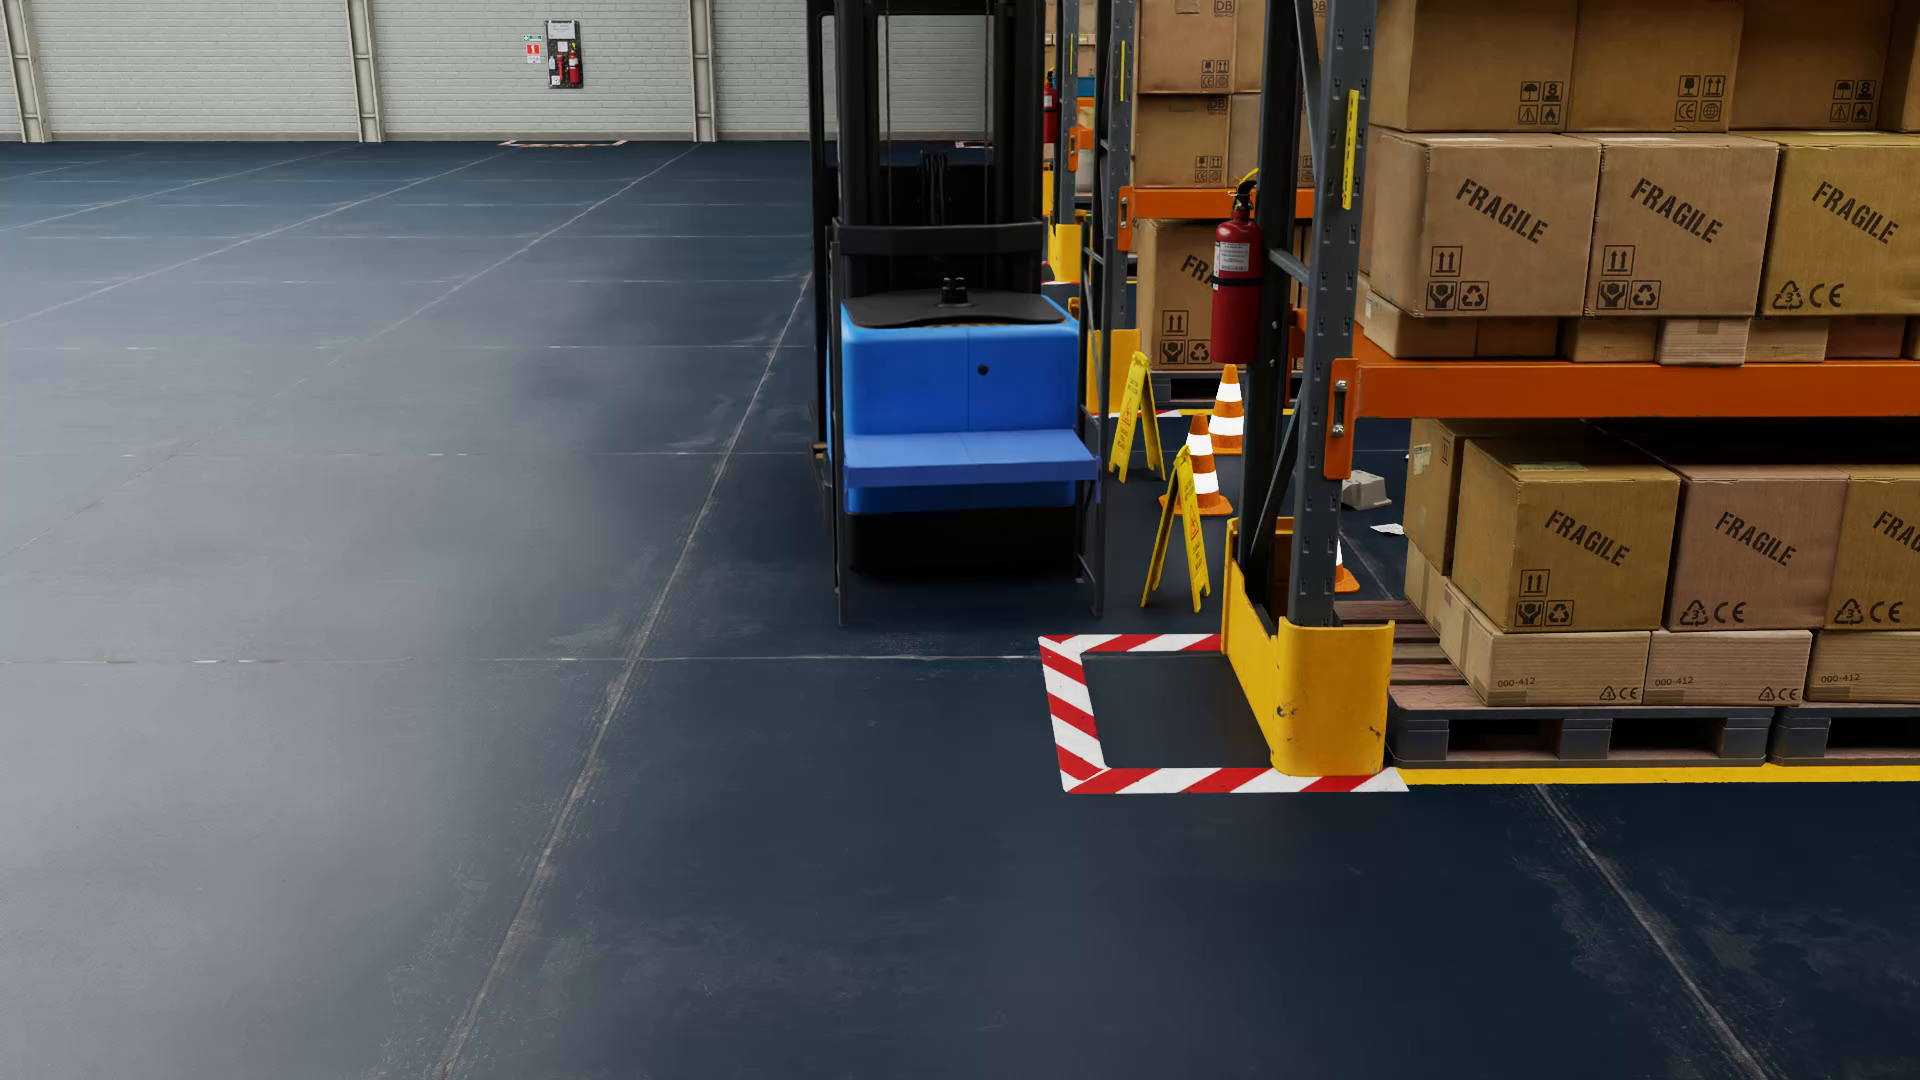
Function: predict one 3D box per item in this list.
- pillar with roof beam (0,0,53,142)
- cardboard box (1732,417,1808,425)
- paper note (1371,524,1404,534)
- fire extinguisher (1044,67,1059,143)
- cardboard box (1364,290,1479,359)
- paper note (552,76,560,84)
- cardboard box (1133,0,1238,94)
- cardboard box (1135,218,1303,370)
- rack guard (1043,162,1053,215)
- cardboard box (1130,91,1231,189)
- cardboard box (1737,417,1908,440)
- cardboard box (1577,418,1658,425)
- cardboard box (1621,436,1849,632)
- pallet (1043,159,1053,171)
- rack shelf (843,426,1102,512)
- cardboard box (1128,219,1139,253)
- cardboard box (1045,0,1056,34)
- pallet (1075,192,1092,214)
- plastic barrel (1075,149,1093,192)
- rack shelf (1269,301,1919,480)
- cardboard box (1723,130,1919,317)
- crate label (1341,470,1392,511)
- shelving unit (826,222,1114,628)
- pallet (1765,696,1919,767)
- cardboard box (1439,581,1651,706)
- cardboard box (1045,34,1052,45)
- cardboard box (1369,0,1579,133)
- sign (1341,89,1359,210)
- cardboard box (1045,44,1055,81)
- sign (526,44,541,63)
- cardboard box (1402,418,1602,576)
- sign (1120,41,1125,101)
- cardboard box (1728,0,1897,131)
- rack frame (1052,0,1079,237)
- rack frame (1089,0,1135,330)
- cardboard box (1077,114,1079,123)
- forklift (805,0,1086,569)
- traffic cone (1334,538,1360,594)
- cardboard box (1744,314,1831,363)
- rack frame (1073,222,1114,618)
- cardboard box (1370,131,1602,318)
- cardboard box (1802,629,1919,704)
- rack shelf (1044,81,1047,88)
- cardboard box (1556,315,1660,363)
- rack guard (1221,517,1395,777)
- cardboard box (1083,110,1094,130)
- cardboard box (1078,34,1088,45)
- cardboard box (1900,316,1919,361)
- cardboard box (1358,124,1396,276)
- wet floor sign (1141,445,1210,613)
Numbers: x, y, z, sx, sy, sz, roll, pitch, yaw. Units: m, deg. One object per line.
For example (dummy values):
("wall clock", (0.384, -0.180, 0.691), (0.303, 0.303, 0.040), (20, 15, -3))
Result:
("pillar with roof beam", (-16.541, -10.146, 24.487), (0.400, 9.000, 9.100), (0, 18, -1))
("cardboard box", (2.772, -0.522, 5.830), (0.250, 0.149, 0.380), (0, 18, 2))
("paper note", (2.008, -0.057, 7.718), (0.142, 0.019, 0.148), (-7, 19, -20))
("fire extinguisher", (0.816, -3.988, 15.239), (0.183, 0.674, 0.296), (0, 18, -1))
("cardboard box", (1.437, -0.677, 5.202), (0.250, 0.149, 0.380), (0, 18, -1))
("paper note", (-7.260, -8.263, 29.879), (0.142, 0.148, 0.016), (0, 18, -1))
("cardboard box", (1.286, -2.945, 9.847), (0.550, 0.550, 0.875), (0, 18, -1))
("cardboard box", (1.592, -1.581, 10.400), (0.875, 0.875, 0.875), (0, 18, -1))
("rack guard", (0.935, -4.222, 19.934), (0.348, 0.500, 1.175), (0, 18, -1))
("cardboard box", (1.285, -2.457, 10.092), (0.550, 0.550, 0.875), (0, 18, -1))
("cardboard box", (2.917, -0.193, 5.869), (0.500, 0.500, 0.500), (-1, 18, -2))
("cardboard box", (2.257, -0.521, 5.827), (0.250, 0.149, 0.380), (0, 18, 1))
("cardboard box", (2.451, -0.030, 5.358), (0.500, 0.500, 0.500), (-1, 18, -3))
("pallet", (1.549, -5.599, 24.699), (1.213, 0.211, 1.003), (0, 18, -1))
("rack shelf", (0.022, -0.291, 6.632), (1.000, 0.185, 0.538), (-2, 18, -6))
("cardboard box", (1.562, -2.893, 15.102), (0.500, 0.500, 0.500), (3, 18, 9))
("cardboard box", (1.305, -7.574, 24.004), (0.500, 0.500, 0.700), (0, 18, -1))
("pallet", (1.747, -4.087, 19.985), (1.213, 0.211, 1.003), (0, 18, -1))
("plastic barrel", (1.516, -4.440, 19.905), (0.421, 0.512, 0.421), (0, 18, 0))
("rack shelf", (3.094, -0.525, 5.495), (4.000, 0.370, 1.077), (0, 18, -1))
("cardboard box", (2.599, -0.971, 5.057), (0.500, 0.500, 0.500), (-1, 18, -2))
("crate label", (1.931, -0.251, 8.150), (0.298, 0.136, 0.250), (-10, 20, -29))
("shelving unit", (0.022, -0.463, 6.577), (1.048, 1.500, 0.538), (-2, 18, -6))
("pallet", (3.200, 0.471, 5.776), (1.213, 0.211, 1.003), (0, 18, -1))
("cardboard box", (1.905, 0.332, 5.460), (0.500, 0.250, 0.500), (0, 18, -1))
("cardboard box", (1.181, -7.203, 23.909), (0.250, 0.149, 0.380), (0, 18, -1))
("cardboard box", (1.601, -1.593, 5.357), (0.500, 0.500, 0.700), (-1, 18, -2))
("sign", (1.103, -1.105, 4.706), (0.005, 0.325, 0.100), (0, 18, -1))
("cardboard box", (1.252, -6.956, 24.202), (0.500, 0.500, 0.700), (0, 18, -1))
("sign", (-7.636, -8.708, 29.766), (0.234, 0.329, 0.001), (0, 18, -1))
("cardboard box", (1.891, -0.189, 5.857), (0.500, 0.500, 0.500), (0, 18, -1))
("sign", (0.918, -2.650, 9.394), (0.005, 0.325, 0.100), (0, 18, -1))
("cardboard box", (2.616, -1.627, 5.463), (0.500, 0.500, 0.700), (0, 18, -1))
("rack frame", (0.938, -3.885, 14.790), (0.127, 3.000, 1.000), (0, 18, -1))
("rack frame", (0.915, -2.370, 10.067), (0.127, 3.000, 1.000), (0, 18, -1))
("cardboard box", (1.824, -6.096, 24.269), (0.500, 0.500, 0.500), (0, 18, -1))
("forklift", (-0.192, -1.681, 8.031), (1.130, 2.935, 3.031), (-3, 18, -8))
("traffic cone", (1.504, -0.046, 6.977), (0.334, 0.463, 0.336), (0, 18, -1))
("cardboard box", (2.468, -0.658, 5.142), (0.250, 0.149, 0.380), (0, 18, 1))
("rack frame", (0.527, -0.481, 6.634), (0.032, 1.500, 0.500), (-2, 18, -6))
("cardboard box", (1.572, -0.965, 5.038), (0.500, 0.500, 0.500), (-1, 18, -2))
("cardboard box", (2.961, 0.325, 5.481), (0.500, 0.250, 0.500), (1, 18, 3))
("rack shelf", (2.785, -6.578, 24.362), (4.000, 0.370, 1.077), (0, 18, -1))
("cardboard box", (1.956, -0.659, 5.146), (0.250, 0.149, 0.380), (-1, 18, -3))
("rack guard", (1.170, 0.332, 5.738), (0.348, 0.500, 1.175), (0, 18, -1))
("cardboard box", (1.226, -3.694, 14.606), (0.250, 0.149, 0.380), (0, 18, -1))
("cardboard box", (1.694, -7.206, 23.918), (0.250, 0.149, 0.380), (0, 18, -1))
("cardboard box", (2.996, -0.670, 5.179), (0.250, 0.149, 0.380), (-1, 18, -2))
("cardboard box", (1.632, -1.134, 5.565), (0.500, 0.500, 0.500), (-1, 18, -2))
("wet floor sign", (0.887, -0.063, 6.731), (0.232, 0.644, 0.267), (6, 19, 18))
